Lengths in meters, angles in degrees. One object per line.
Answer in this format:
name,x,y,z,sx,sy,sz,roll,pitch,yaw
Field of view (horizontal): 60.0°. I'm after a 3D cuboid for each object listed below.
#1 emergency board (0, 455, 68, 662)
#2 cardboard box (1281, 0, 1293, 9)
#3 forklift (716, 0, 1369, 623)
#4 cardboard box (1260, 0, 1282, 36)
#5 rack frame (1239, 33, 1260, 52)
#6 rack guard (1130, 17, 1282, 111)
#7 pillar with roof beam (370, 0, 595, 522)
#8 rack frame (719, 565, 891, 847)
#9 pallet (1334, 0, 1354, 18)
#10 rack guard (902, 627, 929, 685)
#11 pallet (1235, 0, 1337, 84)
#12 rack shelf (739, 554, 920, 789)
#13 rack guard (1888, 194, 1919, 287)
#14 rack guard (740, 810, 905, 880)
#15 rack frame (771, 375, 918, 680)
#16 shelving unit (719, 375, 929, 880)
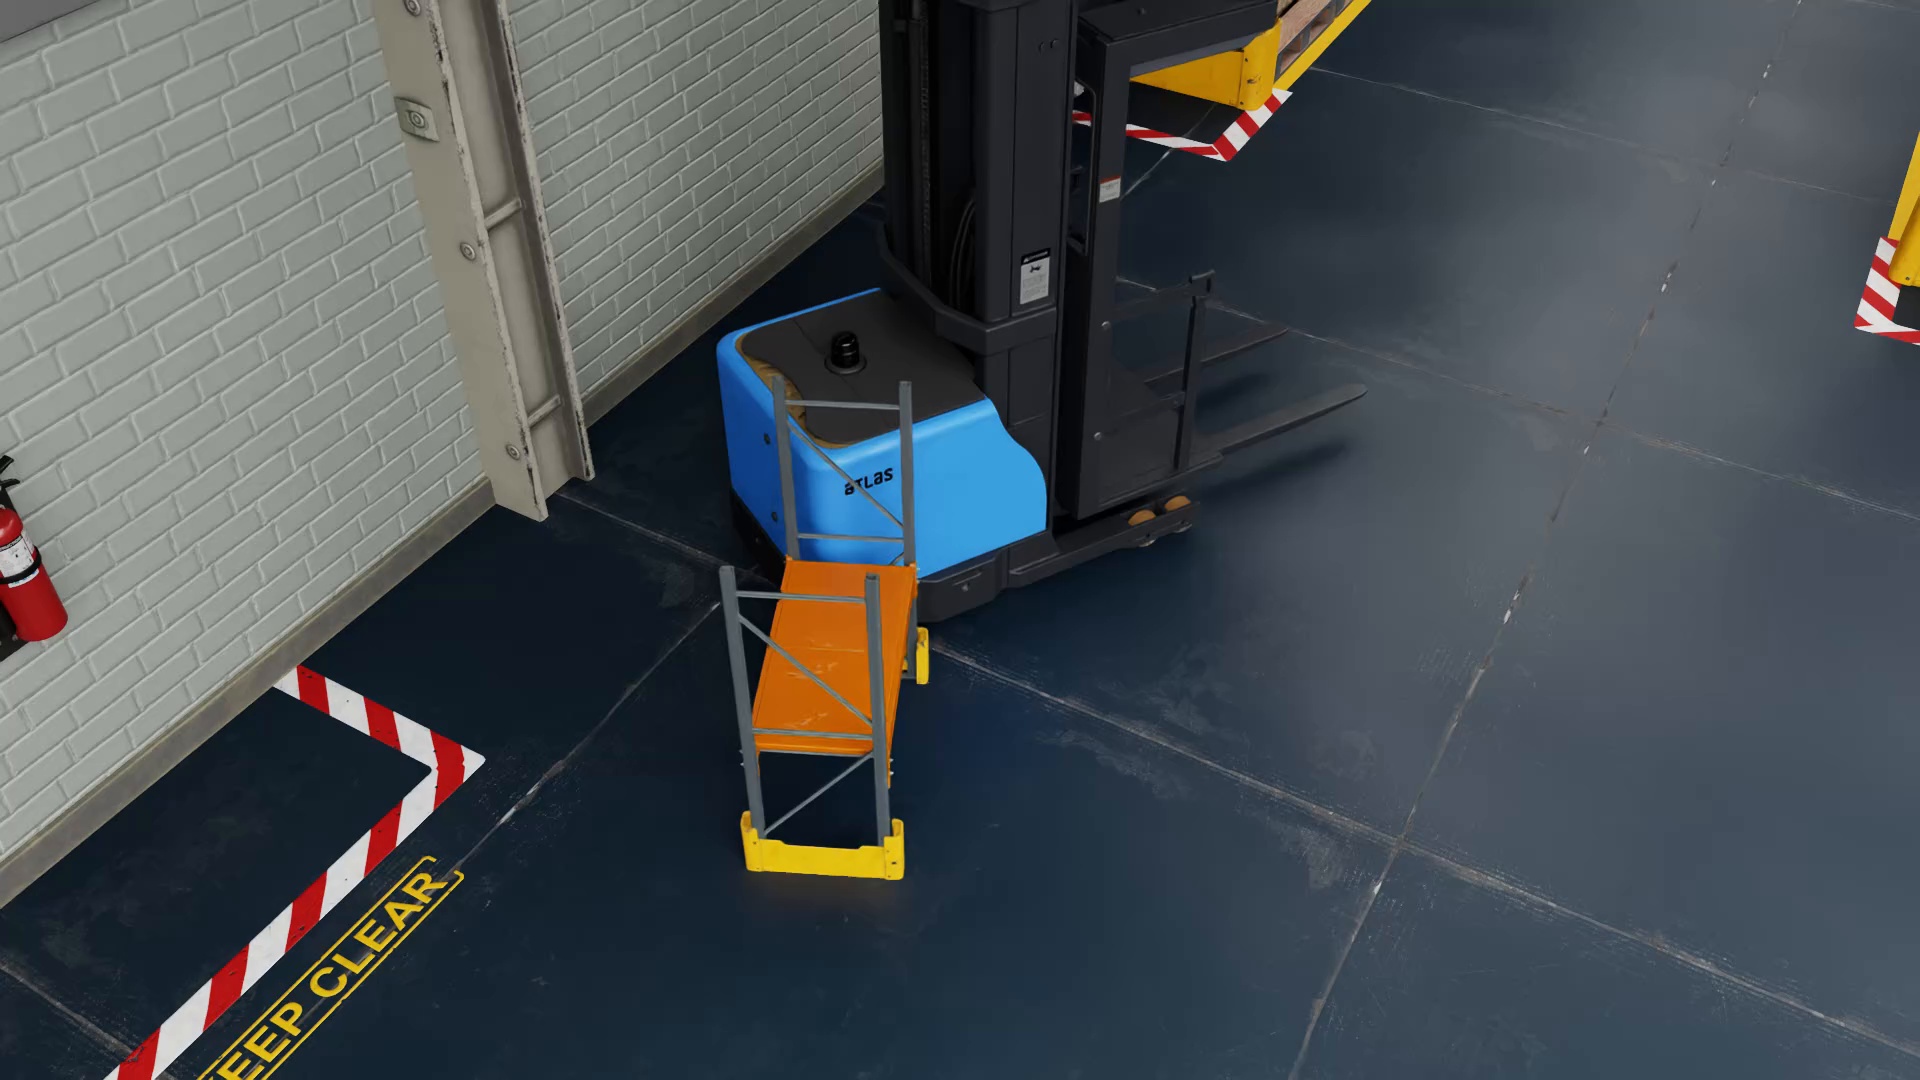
emergency board,-3.234,0.029,5.263,0.194,1.169,0.643,21,45,22
cardboard box,2.147,-3.968,11.503,0.500,0.311,0.500,25,47,25
forklift,0.506,-1.353,6.884,3.031,2.935,1.130,-21,45,-22
cardboard box,1.861,-3.641,11.132,0.500,0.311,0.500,16,44,17
rack frame,1.437,-4.119,9.973,1.000,3.000,0.127,21,45,22
rack guard,1.475,-3.225,10.849,1.175,0.500,0.348,21,45,22
pillar with roof beam,1.763,-2.200,3.255,9.100,9.000,0.400,21,45,22
rack frame,-0.502,0.665,5.676,0.500,1.500,0.032,3,41,3
pallet,2.524,-4.265,12.249,1.003,0.211,1.213,21,45,22
rack guard,-0.424,0.464,6.849,0.587,0.250,0.087,3,41,3
pallet,1.912,-3.569,11.459,1.003,0.211,1.213,21,45,22
rack shelf,-0.463,0.465,6.175,0.538,0.185,1.000,3,41,3
rack guard,5.716,-1.531,8.926,1.175,0.500,0.348,21,45,22
rack guard,-0.501,1.121,6.104,0.587,0.250,0.087,3,41,3
rack frame,-0.424,-0.005,6.437,0.500,1.500,0.032,3,41,3
shelving unit,-0.462,0.324,6.063,0.587,1.500,1.083,3,41,3
